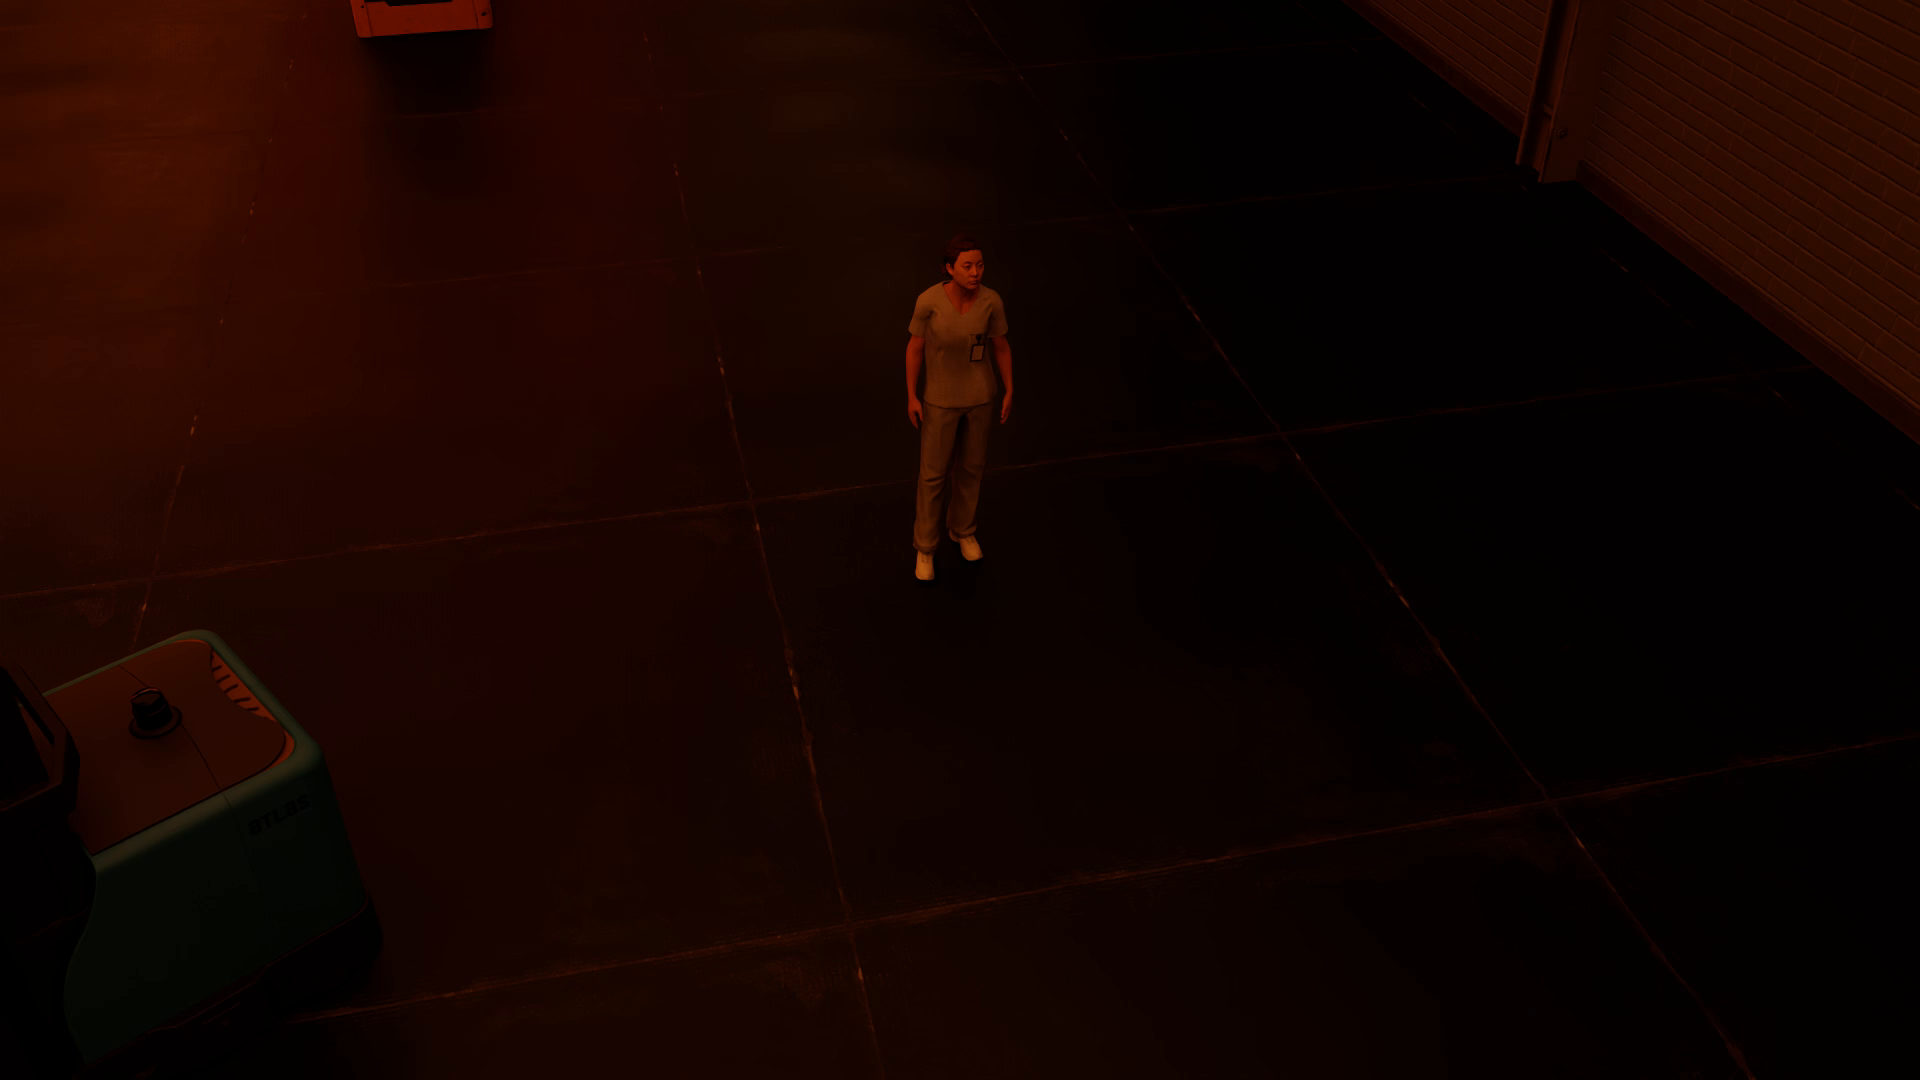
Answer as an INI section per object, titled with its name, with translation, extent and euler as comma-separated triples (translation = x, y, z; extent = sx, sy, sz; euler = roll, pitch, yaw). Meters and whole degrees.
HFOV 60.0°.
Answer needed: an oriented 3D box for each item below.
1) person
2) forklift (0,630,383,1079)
[person]
translation = 0.003, -0.642, 8.005
extent = 0.549, 1.673, 0.548
euler = -8, 36, -11
[forklift]
translation = -3.612, 0.789, 4.954
extent = 3.031, 2.935, 1.130
euler = -29, 45, -34
